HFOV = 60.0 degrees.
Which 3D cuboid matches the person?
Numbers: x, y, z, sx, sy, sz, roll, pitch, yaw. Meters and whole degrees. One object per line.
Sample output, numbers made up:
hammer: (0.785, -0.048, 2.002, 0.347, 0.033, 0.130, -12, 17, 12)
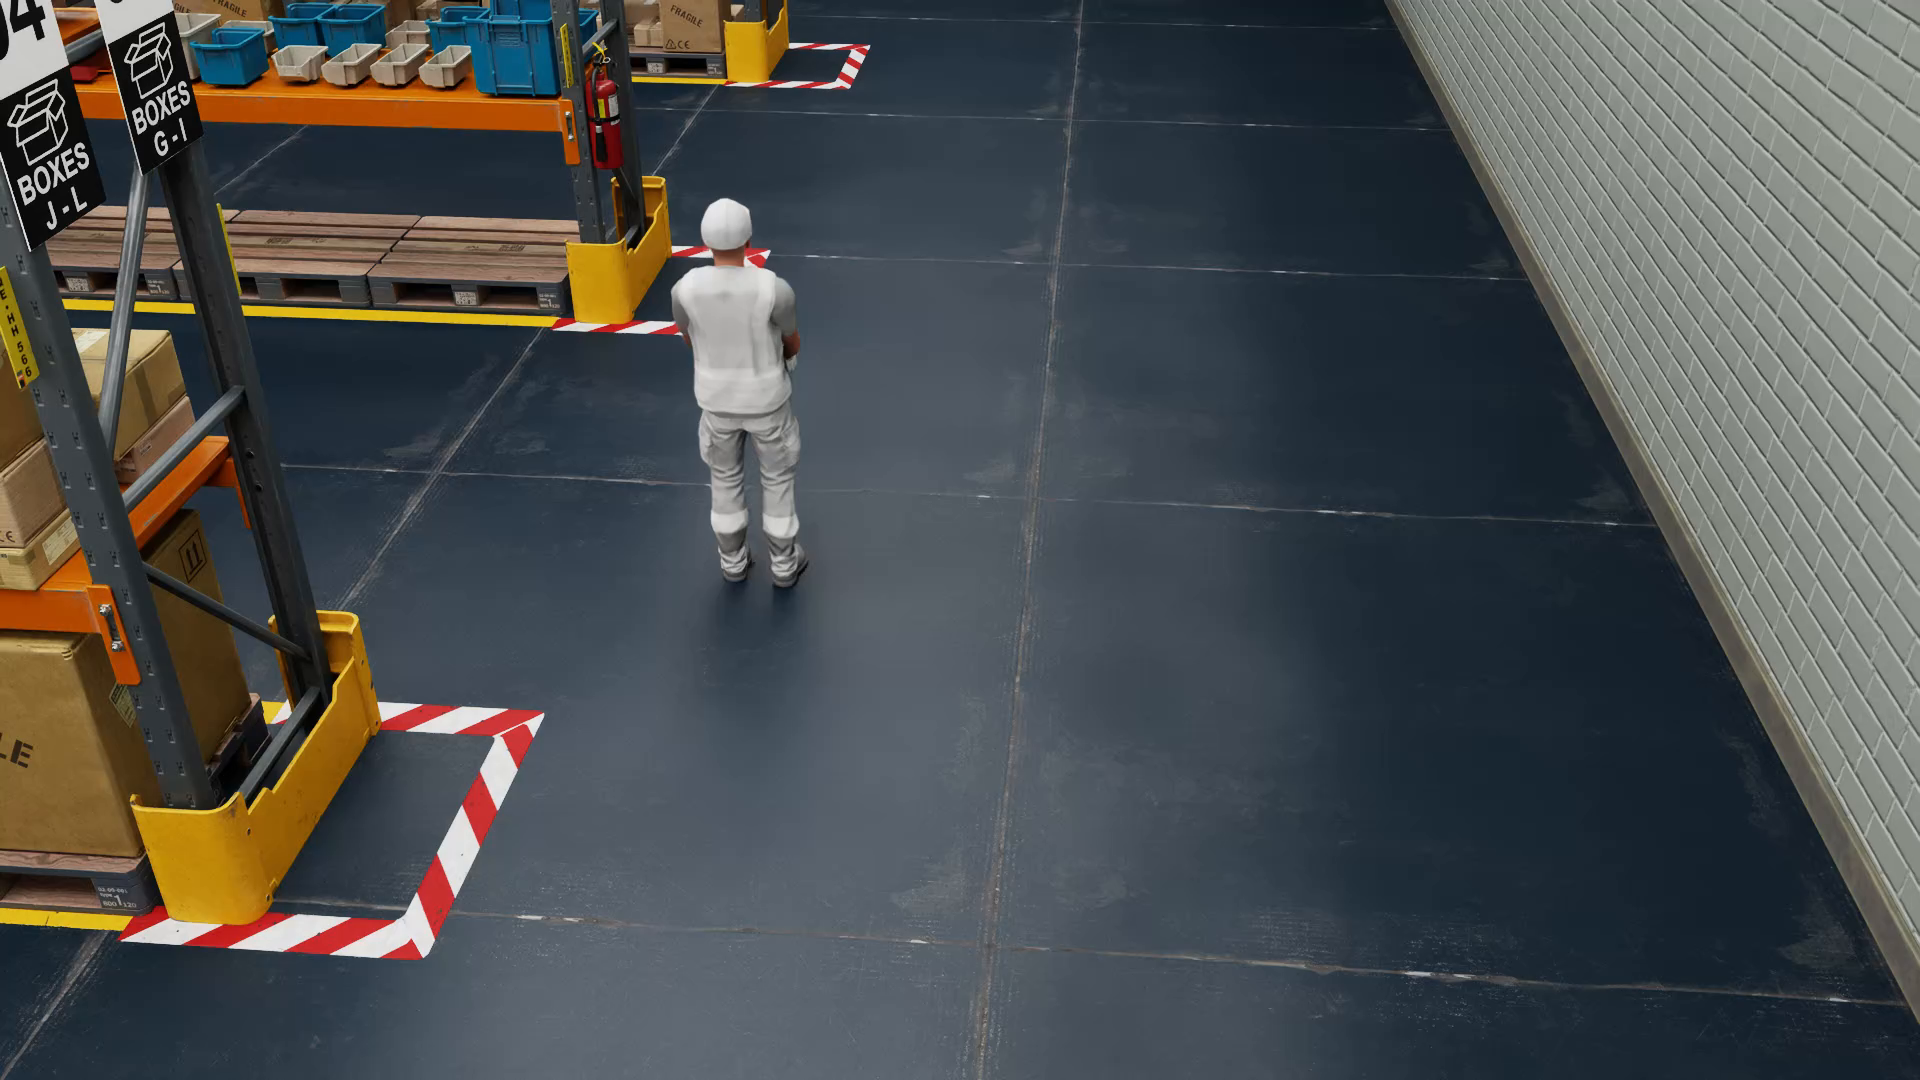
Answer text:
person: (-0.918, -0.649, 7.161, 0.519, 1.793, 0.547, 2, 32, 4)
